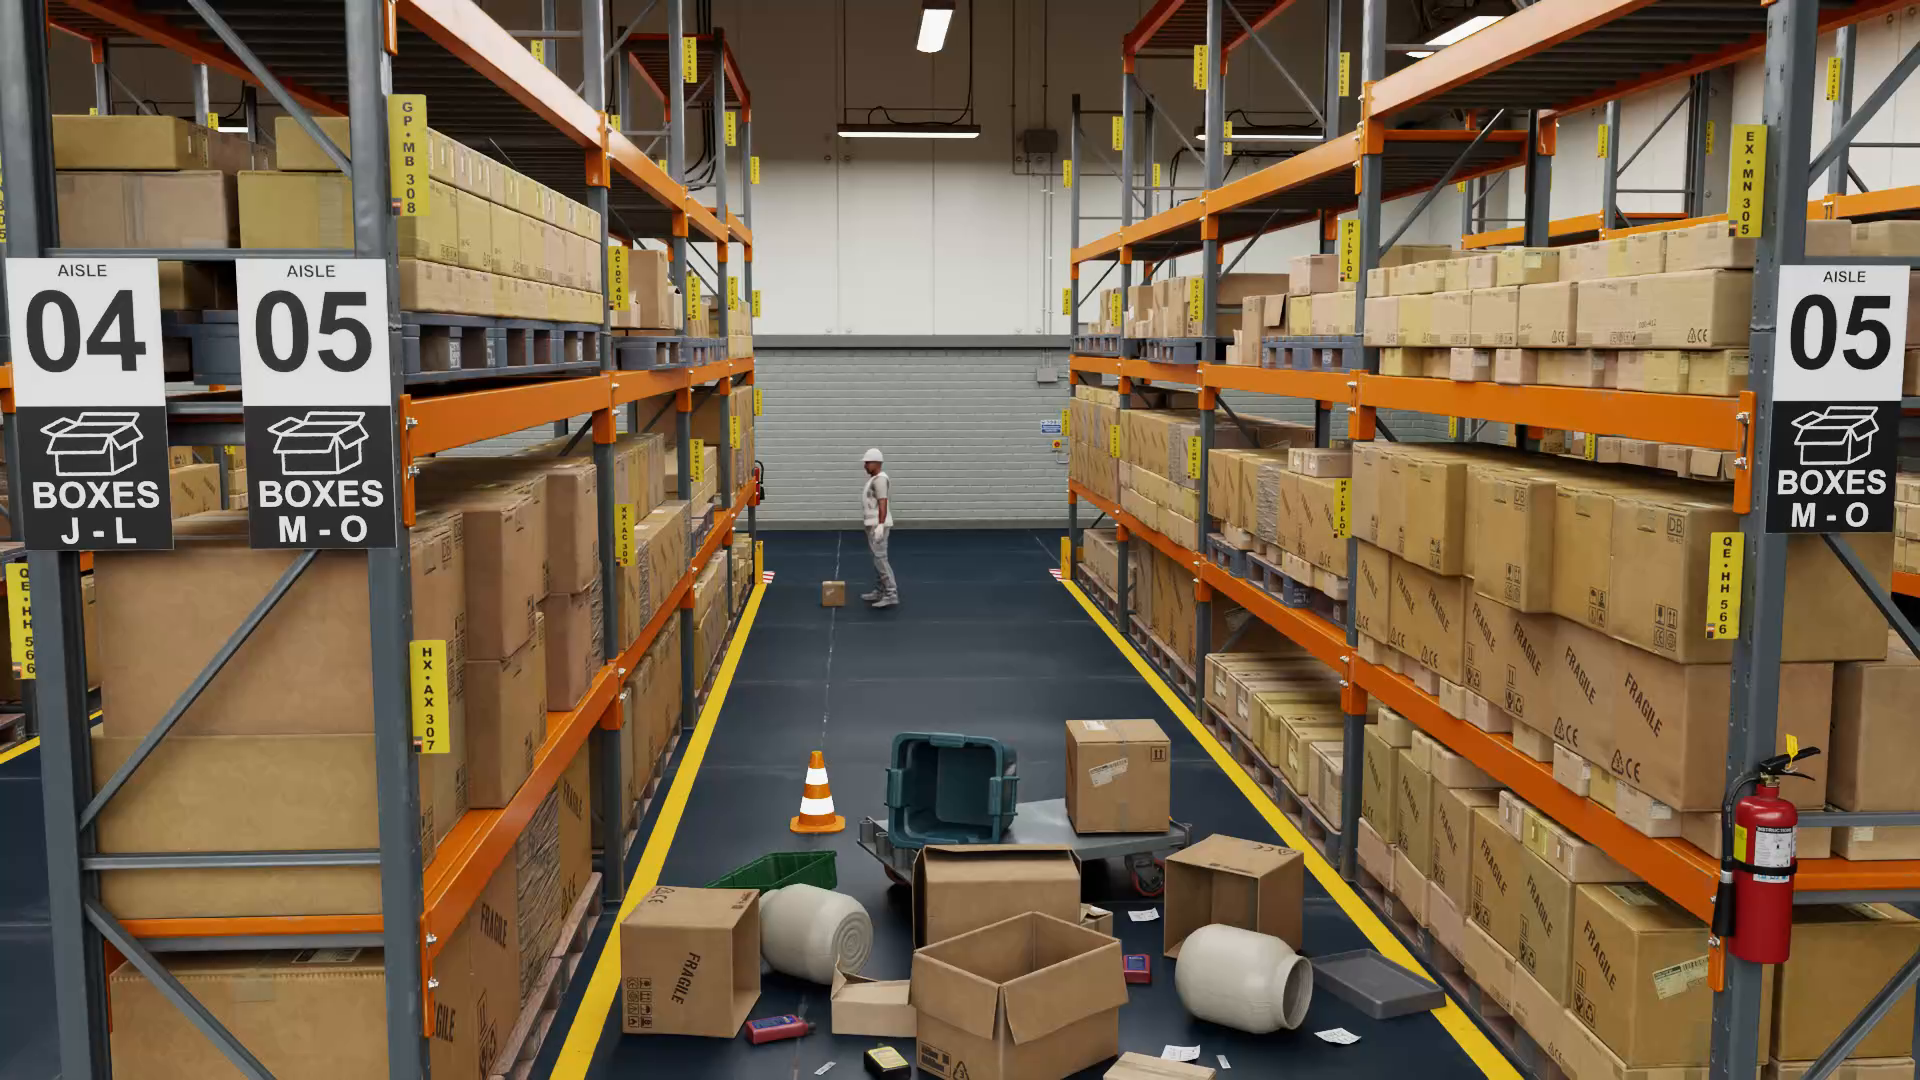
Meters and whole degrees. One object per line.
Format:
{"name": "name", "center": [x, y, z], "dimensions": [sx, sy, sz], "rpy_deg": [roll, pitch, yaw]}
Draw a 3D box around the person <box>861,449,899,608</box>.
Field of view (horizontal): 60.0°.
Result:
{"name": "person", "center": [-0.922, -0.146, 18.922], "dimensions": [0.428, 1.788, 0.708], "rpy_deg": [0, 7, -3]}
